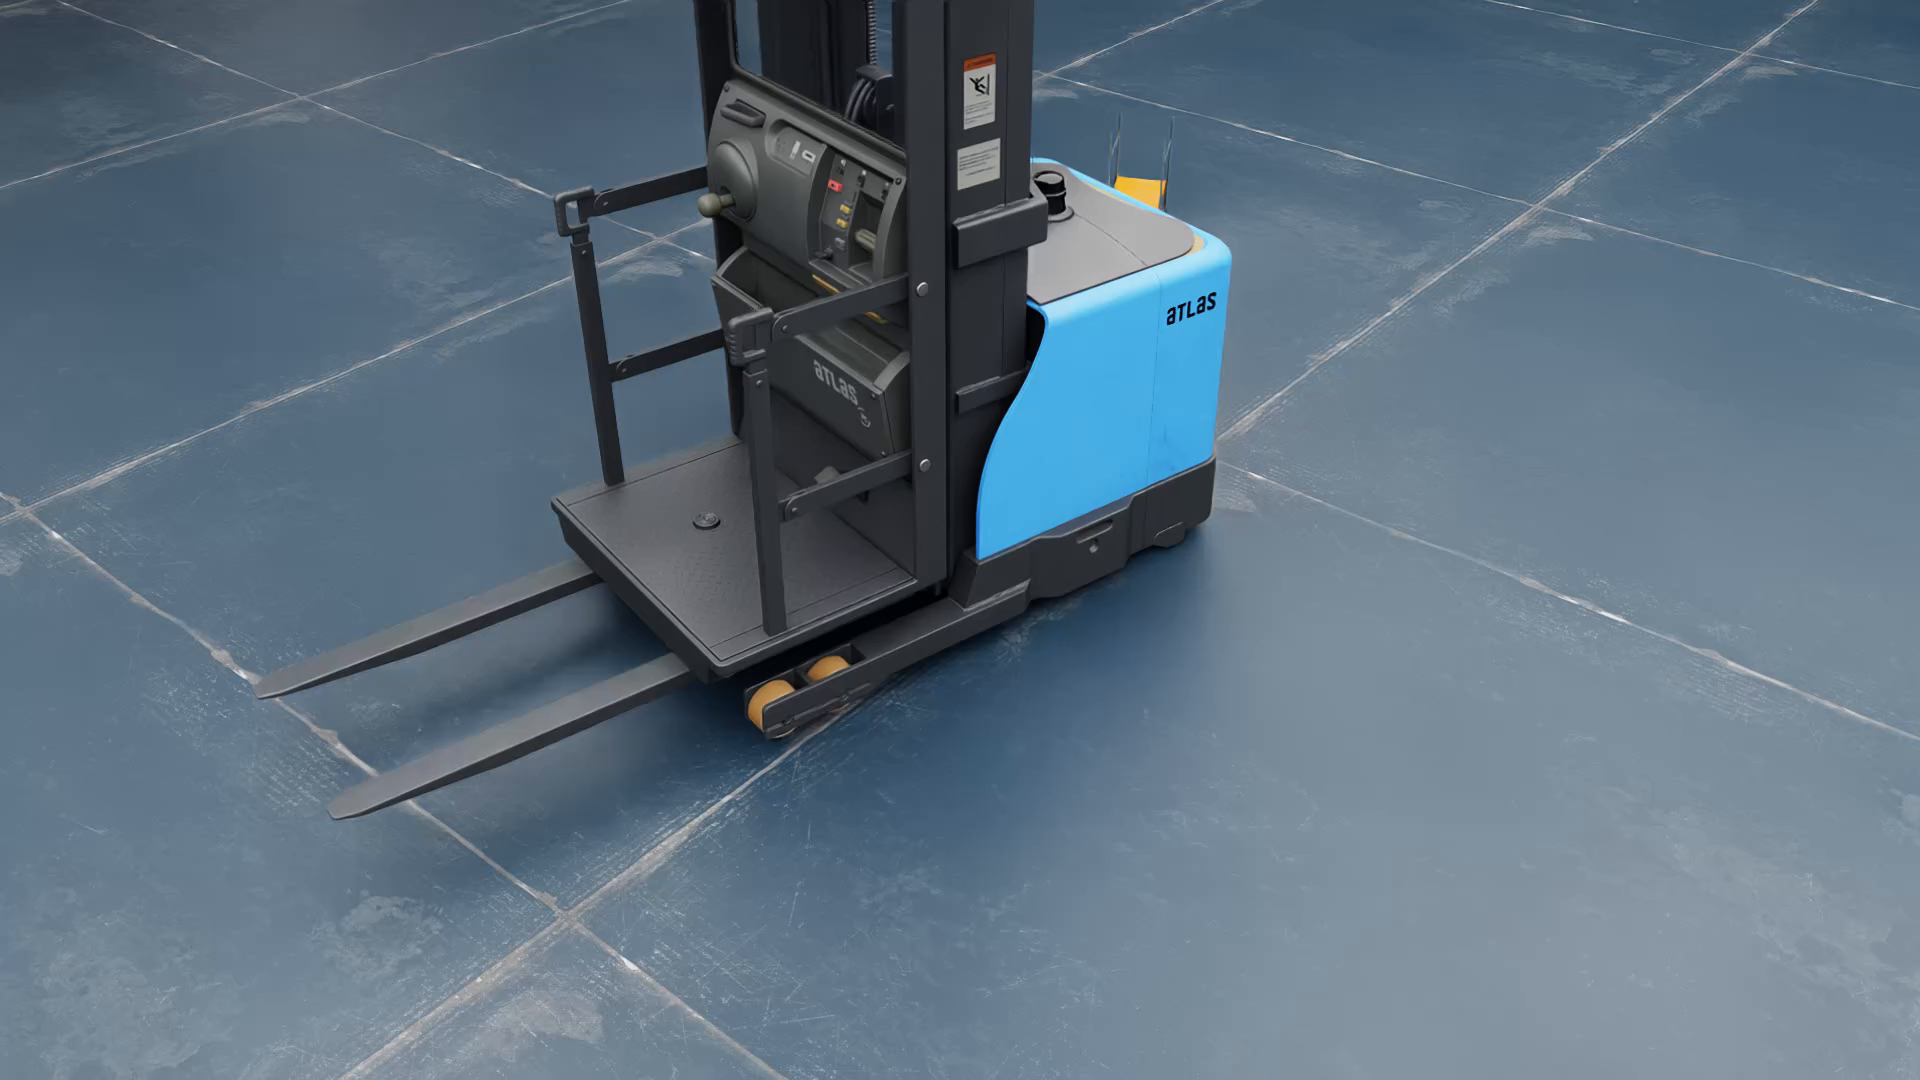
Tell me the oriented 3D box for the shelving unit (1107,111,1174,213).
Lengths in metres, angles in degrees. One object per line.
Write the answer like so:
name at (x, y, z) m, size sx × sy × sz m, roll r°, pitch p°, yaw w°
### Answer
shelving unit at (0.616, -0.924, 6.032) m, size 0.189 × 1.200 × 0.258 m, roll 8°, pitch 35°, yaw 10°

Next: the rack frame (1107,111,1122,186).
rack frame at (0.527, -0.936, 6.048) m, size 0.006 × 1.200 × 0.240 m, roll 8°, pitch 35°, yaw 10°

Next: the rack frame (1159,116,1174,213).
rack frame at (0.706, -0.912, 6.017) m, size 0.006 × 1.200 × 0.240 m, roll 8°, pitch 35°, yaw 10°

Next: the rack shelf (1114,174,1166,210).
rack shelf at (0.621, -1.184, 5.854) m, size 0.180 × 0.103 × 0.258 m, roll 8°, pitch 35°, yaw 10°

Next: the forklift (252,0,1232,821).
forklift at (-0.612, -0.966, 4.568) m, size 3.031 × 2.935 × 1.130 m, roll -23°, pitch 41°, yaw -30°
